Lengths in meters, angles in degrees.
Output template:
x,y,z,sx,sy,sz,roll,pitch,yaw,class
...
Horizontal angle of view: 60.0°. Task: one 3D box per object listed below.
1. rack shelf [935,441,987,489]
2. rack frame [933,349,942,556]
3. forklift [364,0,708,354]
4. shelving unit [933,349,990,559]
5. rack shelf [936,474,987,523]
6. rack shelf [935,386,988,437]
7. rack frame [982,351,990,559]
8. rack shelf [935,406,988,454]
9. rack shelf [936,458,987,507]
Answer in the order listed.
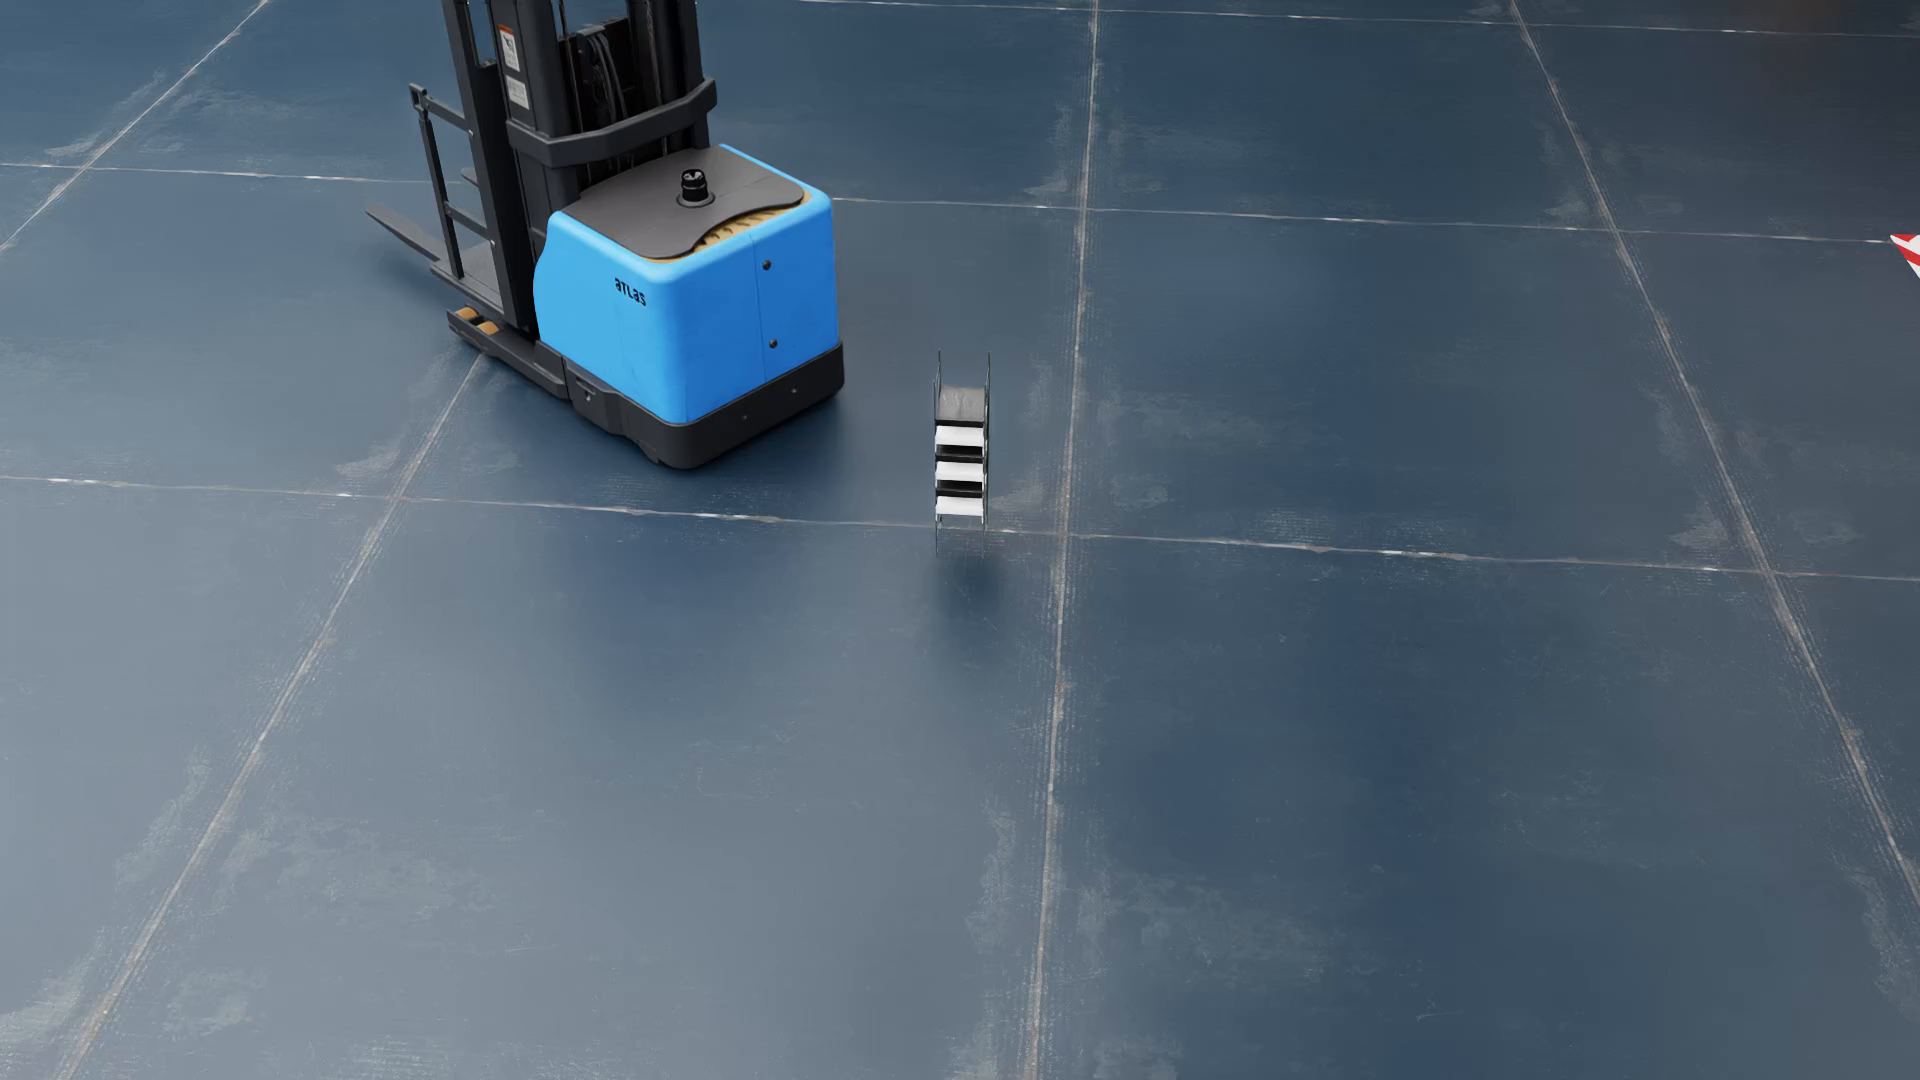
x,y,z,sx,sy,sz,roll,pitch,yaw,class
0.008,-0.323,6.986,0.200,0.077,0.258,3,39,4,rack shelf
-0.093,-0.354,6.972,0.006,0.900,0.240,3,39,4,rack frame
-1.998,-2.277,7.776,2.937,2.867,1.118,32,49,33,forklift
0.008,-0.349,6.965,0.210,0.900,0.258,3,39,4,shelving unit
0.008,-0.183,7.100,0.200,0.077,0.258,3,39,4,rack shelf
0.008,-0.532,6.816,0.200,0.077,0.258,3,39,4,rack shelf
0.109,-0.343,6.959,0.006,0.900,0.240,3,39,4,rack frame
0.008,-0.462,6.873,0.200,0.077,0.258,3,39,4,rack shelf
0.008,-0.253,7.043,0.200,0.077,0.258,3,39,4,rack shelf
